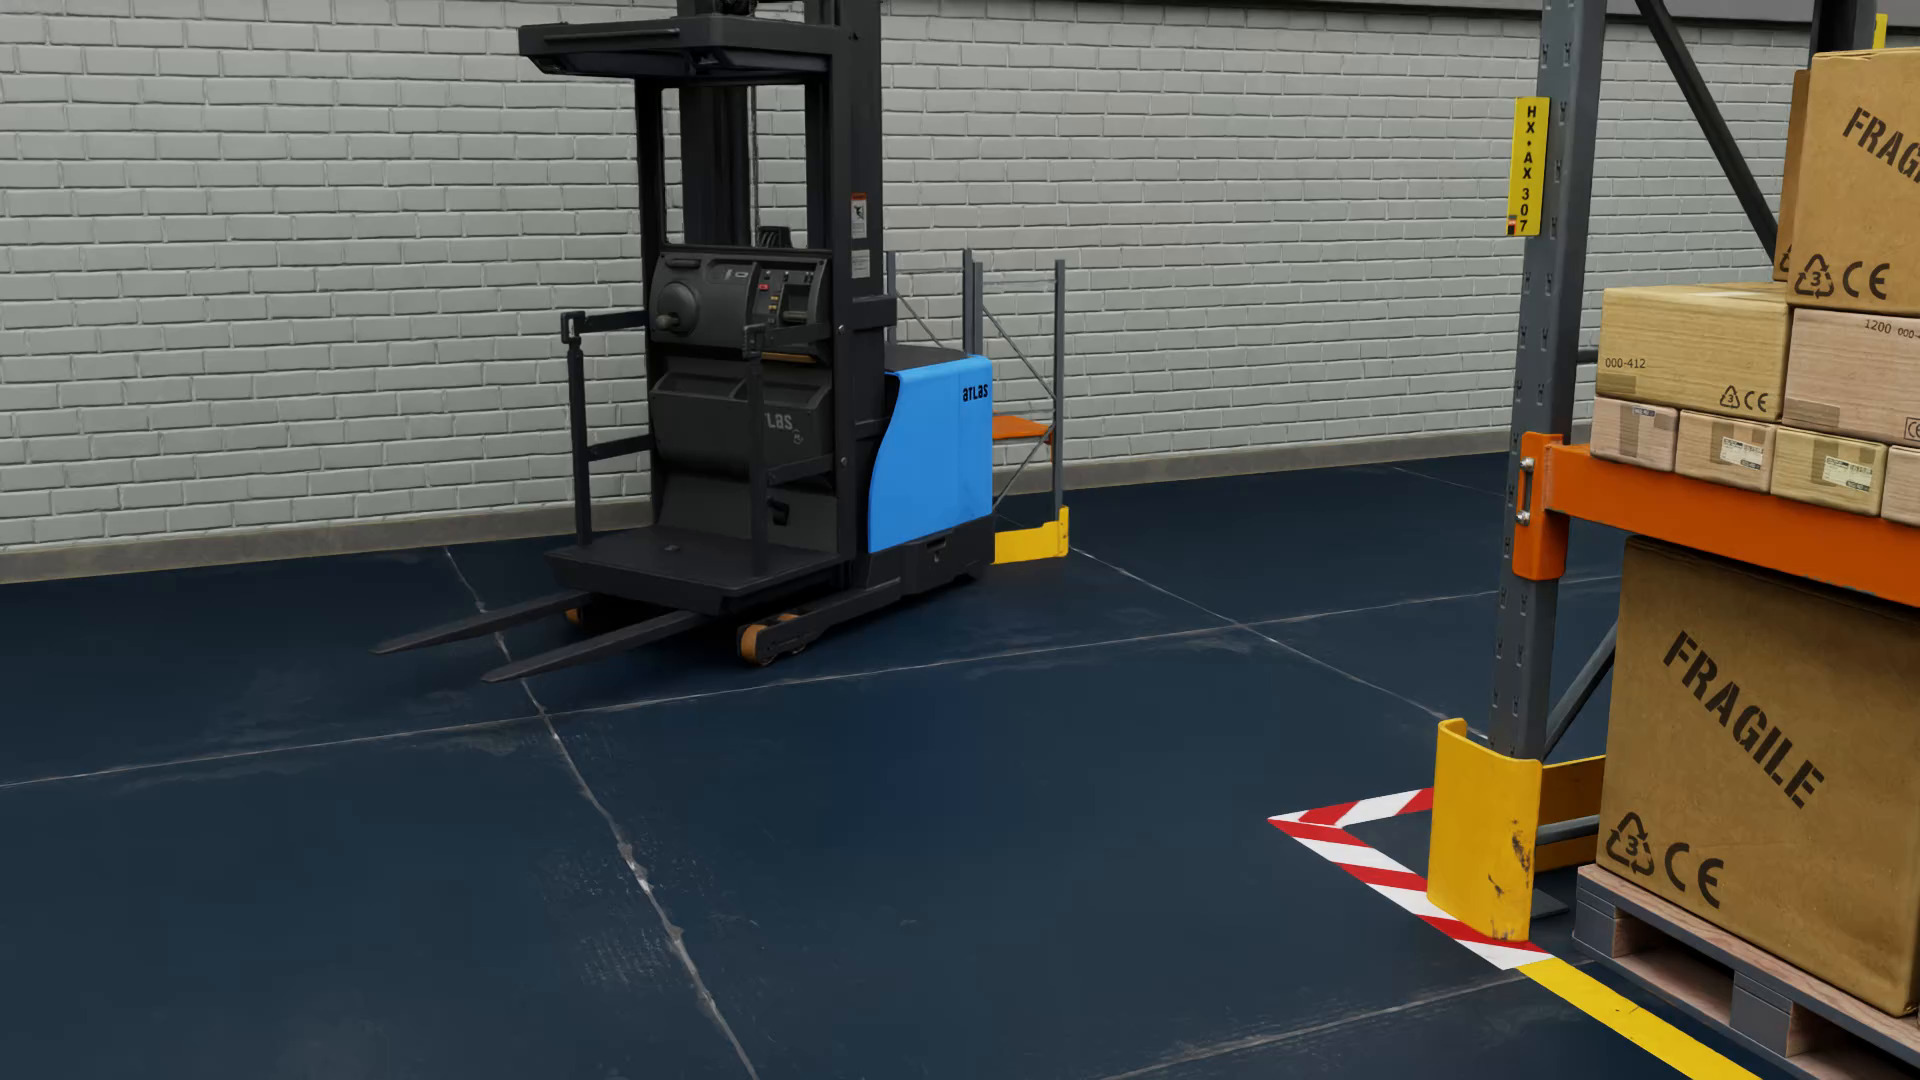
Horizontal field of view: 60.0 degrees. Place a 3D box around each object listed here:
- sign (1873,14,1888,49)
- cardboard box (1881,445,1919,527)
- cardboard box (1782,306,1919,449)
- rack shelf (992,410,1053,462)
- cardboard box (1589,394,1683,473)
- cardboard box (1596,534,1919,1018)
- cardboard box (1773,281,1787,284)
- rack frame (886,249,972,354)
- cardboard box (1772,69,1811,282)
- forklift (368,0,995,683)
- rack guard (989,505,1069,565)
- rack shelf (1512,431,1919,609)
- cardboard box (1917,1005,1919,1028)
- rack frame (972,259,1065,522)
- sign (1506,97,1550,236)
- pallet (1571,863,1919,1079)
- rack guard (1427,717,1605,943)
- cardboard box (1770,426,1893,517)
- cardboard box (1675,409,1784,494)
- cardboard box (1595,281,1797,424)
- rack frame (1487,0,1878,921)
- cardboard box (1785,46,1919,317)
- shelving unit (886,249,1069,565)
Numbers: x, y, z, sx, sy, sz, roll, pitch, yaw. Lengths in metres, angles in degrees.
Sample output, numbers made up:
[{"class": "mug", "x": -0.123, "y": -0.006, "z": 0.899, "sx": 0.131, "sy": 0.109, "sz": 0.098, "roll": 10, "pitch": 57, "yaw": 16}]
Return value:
[{"class": "sign", "x": 2.386, "y": -1.216, "z": 4.378, "sx": 0.100, "sy": 0.325, "sz": 0.005, "roll": -6, "pitch": 14, "yaw": -23}, {"class": "cardboard box", "x": 2.035, "y": -0.105, "z": 3.230, "sx": 0.380, "sy": 0.149, "sz": 0.250, "roll": -6, "pitch": 14, "yaw": -24}, {"class": "cardboard box", "x": 2.042, "y": -0.332, "z": 3.324, "sx": 0.500, "sy": 0.250, "sz": 0.500, "roll": -6, "pitch": 14, "yaw": -24}, {"class": "rack shelf", "x": 0.062, "y": -0.556, "z": 8.743, "sx": 0.538, "sy": 0.185, "sz": 1.000, "roll": -6, "pitch": 15, "yaw": -26}, {"class": "cardboard box", "x": 1.723, "y": -0.265, "z": 3.919, "sx": 0.380, "sy": 0.149, "sz": 0.250, "roll": -5, "pitch": 14, "yaw": -22}, {"class": "cardboard box", "x": 2.213, "y": 0.465, "z": 3.988, "sx": 0.875, "sy": 0.875, "sz": 0.875, "roll": -6, "pitch": 14, "yaw": -23}, {"class": "cardboard box", "x": 2.320, "y": -0.486, "z": 3.990, "sx": 0.500, "sy": 0.250, "sz": 0.500, "roll": -6, "pitch": 14, "yaw": -24}, {"class": "rack frame", "x": -0.165, "y": -0.834, "z": 9.145, "sx": 0.500, "sy": 1.500, "sz": 0.032, "roll": -6, "pitch": 15, "yaw": -26}, {"class": "cardboard box", "x": 2.319, "y": -0.851, "z": 3.903, "sx": 0.500, "sy": 0.500, "sz": 0.500, "roll": -5, "pitch": 14, "yaw": -22}, {"class": "forklift", "x": -1.064, "y": -1.045, "z": 6.885, "sx": 1.130, "sy": 2.935, "sz": 3.031, "roll": 9, "pitch": 16, "yaw": 33}, {"class": "rack guard", "x": 0.280, "y": -0.024, "z": 8.417, "sx": 0.587, "sy": 0.250, "sz": 0.087, "roll": -6, "pitch": 15, "yaw": -26}, {"class": "rack shelf", "x": 2.684, "y": 0.273, "z": 2.632, "sx": 1.077, "sy": 0.370, "sz": 4.000, "roll": -6, "pitch": 14, "yaw": -23}, {"class": "cardboard box", "x": 2.577, "y": 0.653, "z": 3.176, "sx": 0.875, "sy": 0.875, "sz": 0.875, "roll": -6, "pitch": 14, "yaw": -23}, {"class": "rack frame", "x": 0.289, "y": -0.629, "z": 8.259, "sx": 0.500, "sy": 1.500, "sz": 0.032, "roll": -6, "pitch": 15, "yaw": -26}, {"class": "sign", "x": 1.372, "y": -0.902, "z": 4.018, "sx": 0.100, "sy": 0.325, "sz": 0.005, "roll": -6, "pitch": 14, "yaw": -23}, {"class": "pallet", "x": 2.275, "y": 1.026, "z": 3.967, "sx": 1.003, "sy": 0.211, "sz": 1.213, "roll": -6, "pitch": 14, "yaw": -23}, {"class": "rack guard", "x": 1.873, "y": 0.722, "z": 4.639, "sx": 1.175, "sy": 0.500, "sz": 0.348, "roll": -6, "pitch": 14, "yaw": -23}, {"class": "cardboard box", "x": 1.930, "y": -0.159, "z": 3.462, "sx": 0.380, "sy": 0.149, "sz": 0.250, "roll": -6, "pitch": 14, "yaw": -24}, {"class": "cardboard box", "x": 1.827, "y": -0.212, "z": 3.690, "sx": 0.380, "sy": 0.149, "sz": 0.250, "roll": -6, "pitch": 14, "yaw": -24}, {"class": "cardboard box", "x": 1.828, "y": -0.439, "z": 3.786, "sx": 0.500, "sy": 0.250, "sz": 0.500, "roll": -6, "pitch": 14, "yaw": -24}, {"class": "rack frame", "x": 1.883, "y": -0.490, "z": 4.336, "sx": 1.000, "sy": 3.000, "sz": 0.127, "roll": -6, "pitch": 14, "yaw": -23}, {"class": "cardboard box", "x": 2.028, "y": -0.701, "z": 3.255, "sx": 0.500, "sy": 0.500, "sz": 0.500, "roll": -6, "pitch": 14, "yaw": -24}, {"class": "shelving unit", "x": 0.058, "y": -0.733, "z": 8.710, "sx": 0.587, "sy": 1.500, "sz": 1.083, "roll": -6, "pitch": 15, "yaw": -26}]
